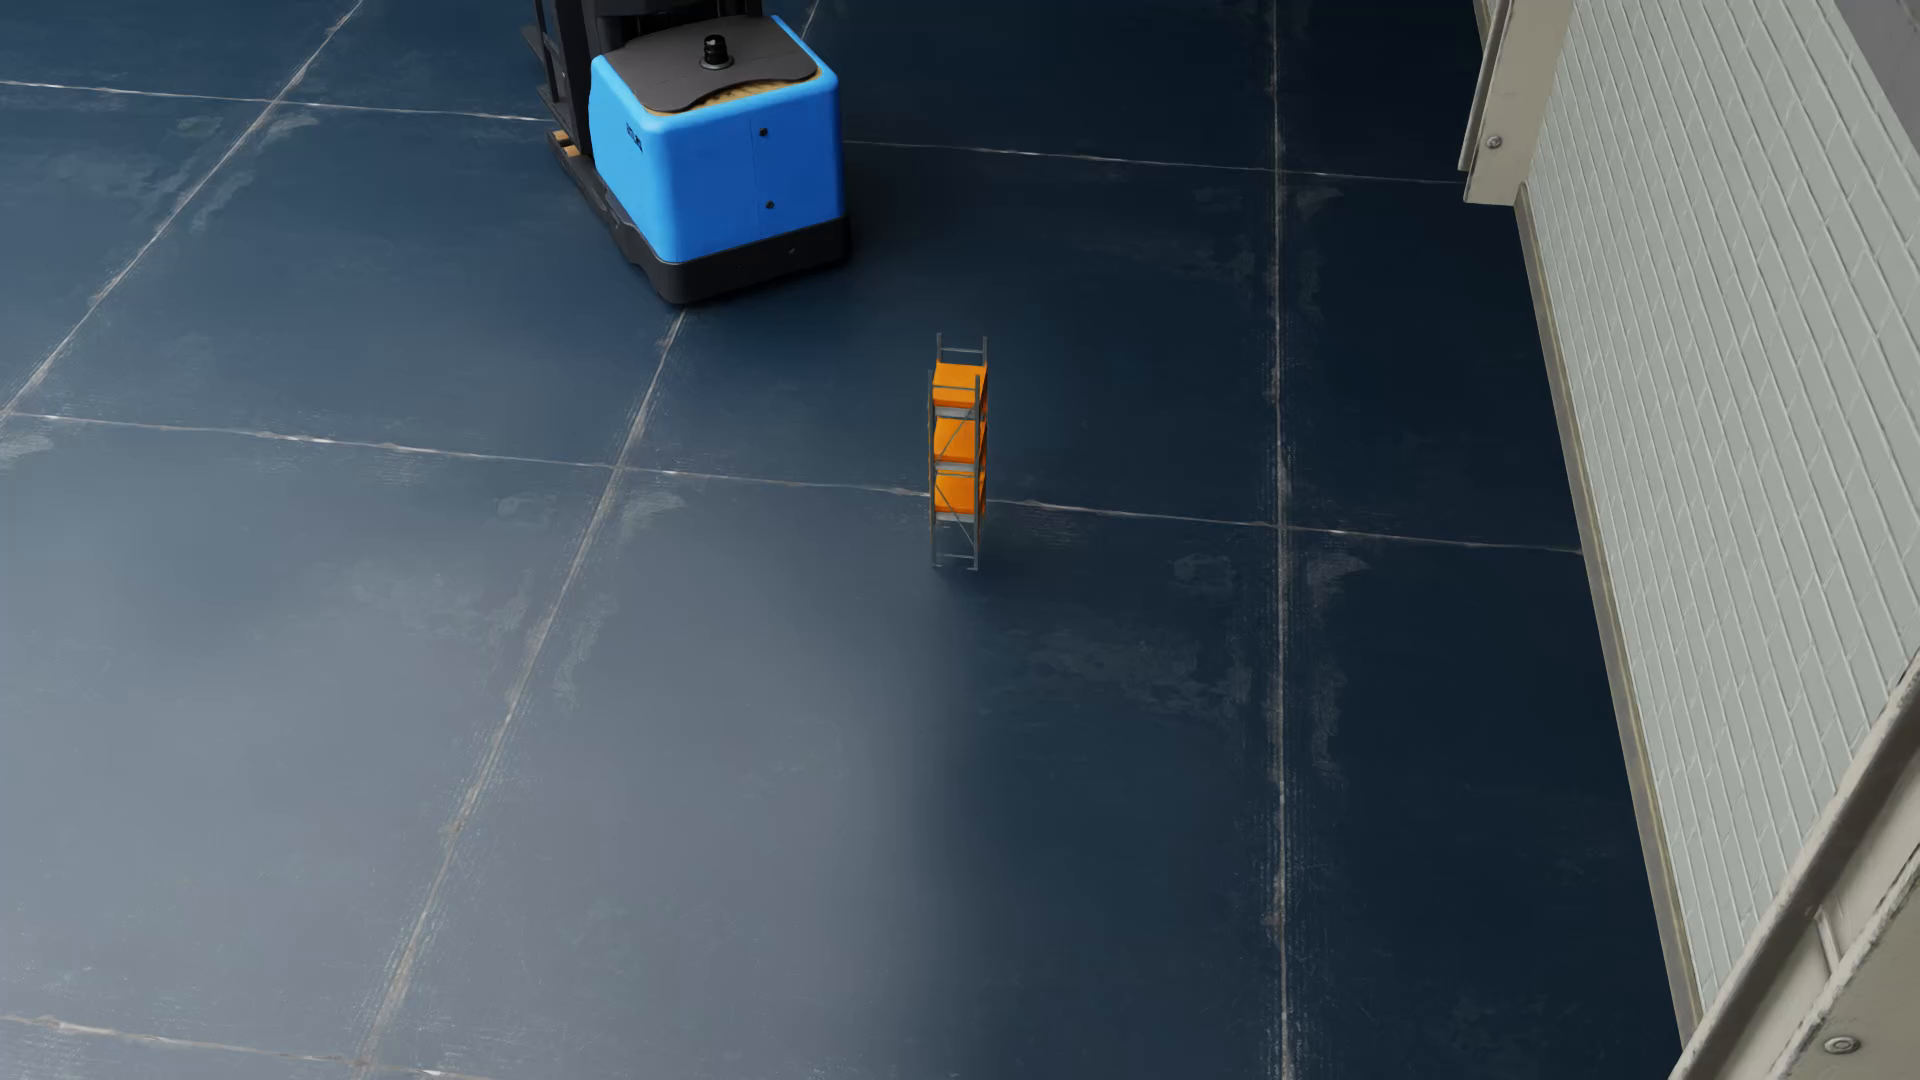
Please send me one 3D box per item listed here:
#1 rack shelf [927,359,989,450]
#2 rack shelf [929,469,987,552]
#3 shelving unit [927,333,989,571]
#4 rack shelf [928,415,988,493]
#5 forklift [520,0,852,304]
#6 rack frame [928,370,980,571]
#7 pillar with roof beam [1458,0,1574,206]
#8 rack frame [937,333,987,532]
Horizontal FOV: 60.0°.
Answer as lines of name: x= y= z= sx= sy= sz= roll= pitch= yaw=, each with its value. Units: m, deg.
rack shelf: x=-0.007 y=-0.543 z=6.663 sx=0.215 sy=0.259 sz=0.240 roll=5 pitch=44 yaw=6
rack shelf: x=-0.007 y=-0.135 z=7.049 sx=0.215 sy=0.259 sz=0.240 roll=5 pitch=44 yaw=6
shelving unit: x=-0.007 y=-0.345 z=6.851 sx=0.215 sy=1.050 sz=0.252 roll=5 pitch=44 yaw=6
rack shelf: x=-0.007 y=-0.337 z=6.858 sx=0.215 sy=0.259 sz=0.240 roll=5 pitch=44 yaw=6
forklift: x=-1.709 y=-3.267 z=8.568 sx=1.130 sy=2.935 sz=3.031 roll=-20 pitch=47 yaw=-20
rack frame: x=-0.023 y=-0.262 z=6.763 sx=0.200 sy=1.050 sz=0.008 roll=5 pitch=44 yaw=6
pillar with roof beam: x=-1.292 y=-5.655 z=6.677 sx=9.100 sy=9.000 sz=0.400 roll=5 pitch=44 yaw=6
rack frame: x=0.009 y=-0.428 z=6.938 sx=0.200 sy=1.050 sz=0.008 roll=5 pitch=44 yaw=6
